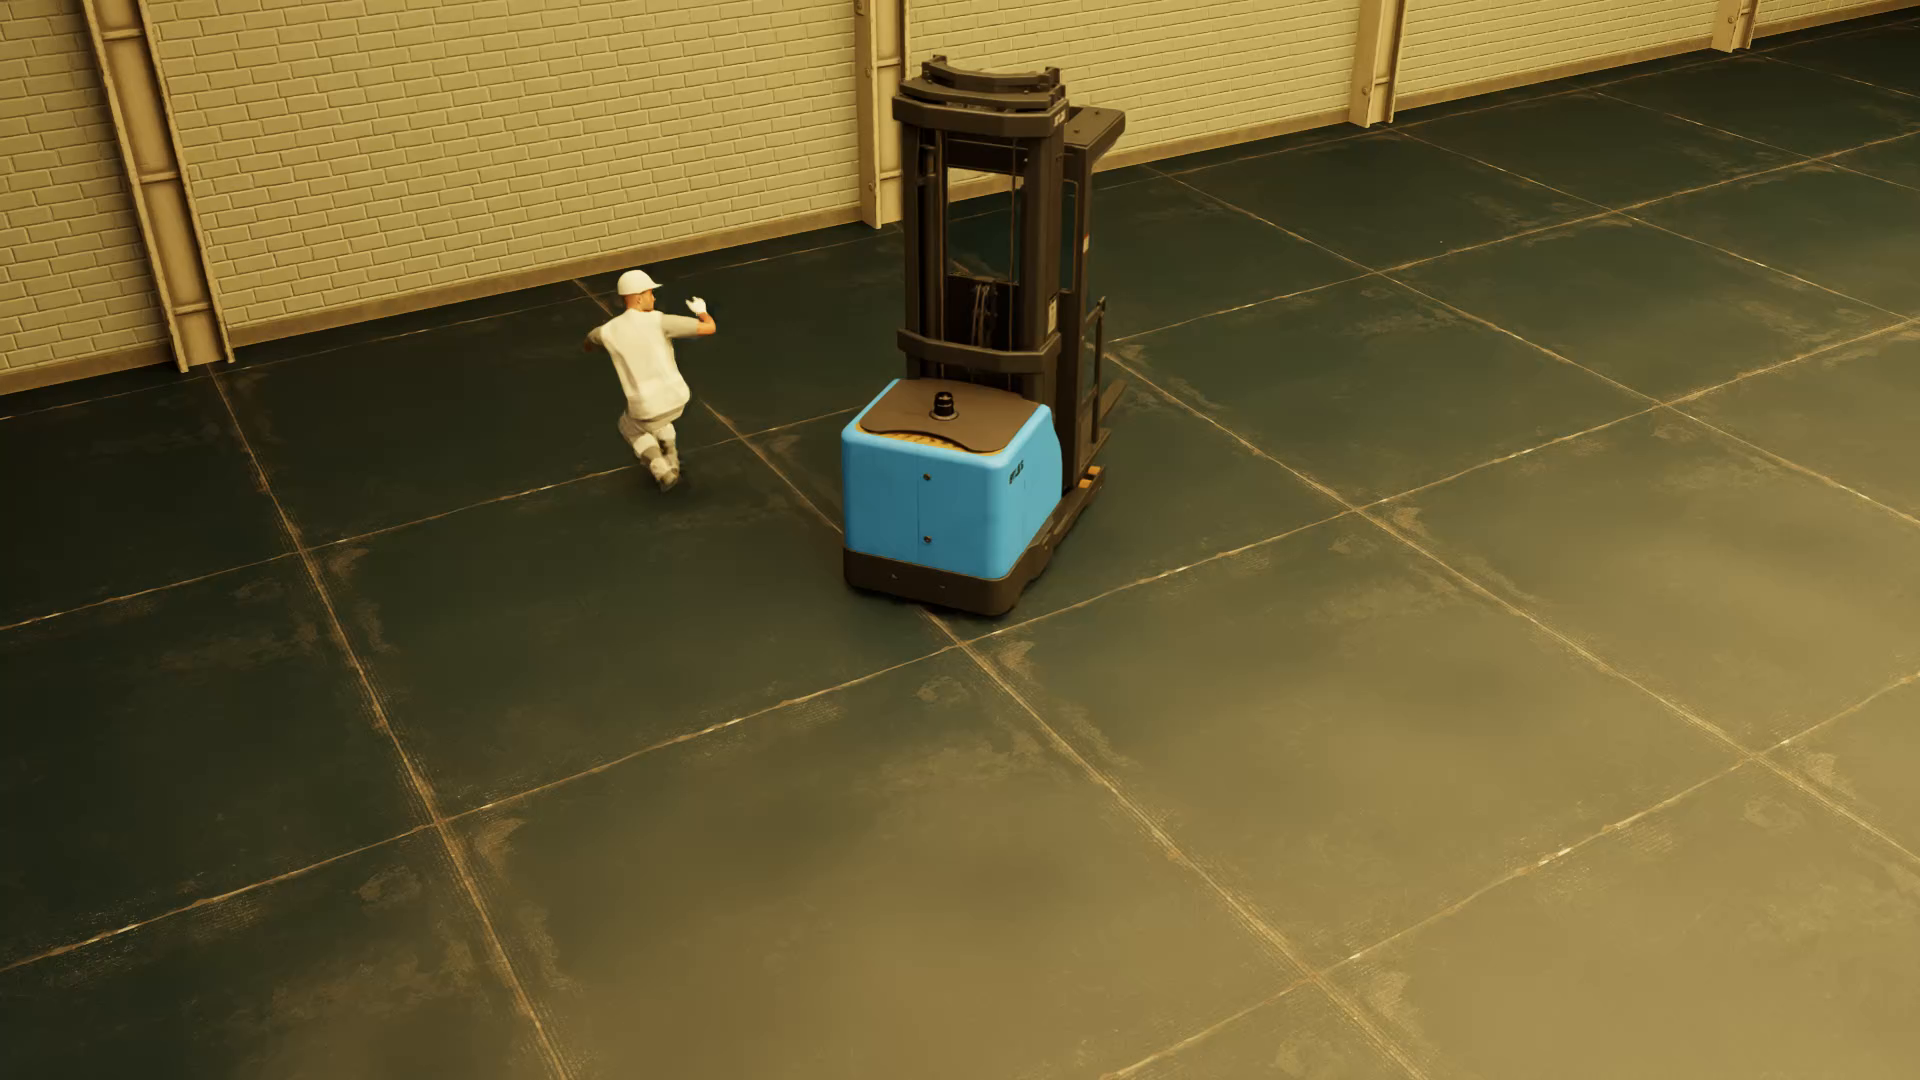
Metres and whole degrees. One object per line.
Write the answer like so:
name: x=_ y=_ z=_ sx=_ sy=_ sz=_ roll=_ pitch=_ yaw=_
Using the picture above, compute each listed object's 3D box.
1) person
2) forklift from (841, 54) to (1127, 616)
person: x=-2.019 y=-1.091 z=10.878 sx=0.788 sy=1.479 sz=1.020 roll=-13 pitch=33 yaw=-21
forklift: x=0.325 y=-1.563 z=10.257 sx=1.130 sy=2.935 sz=3.031 roll=12 pitch=33 yaw=19
